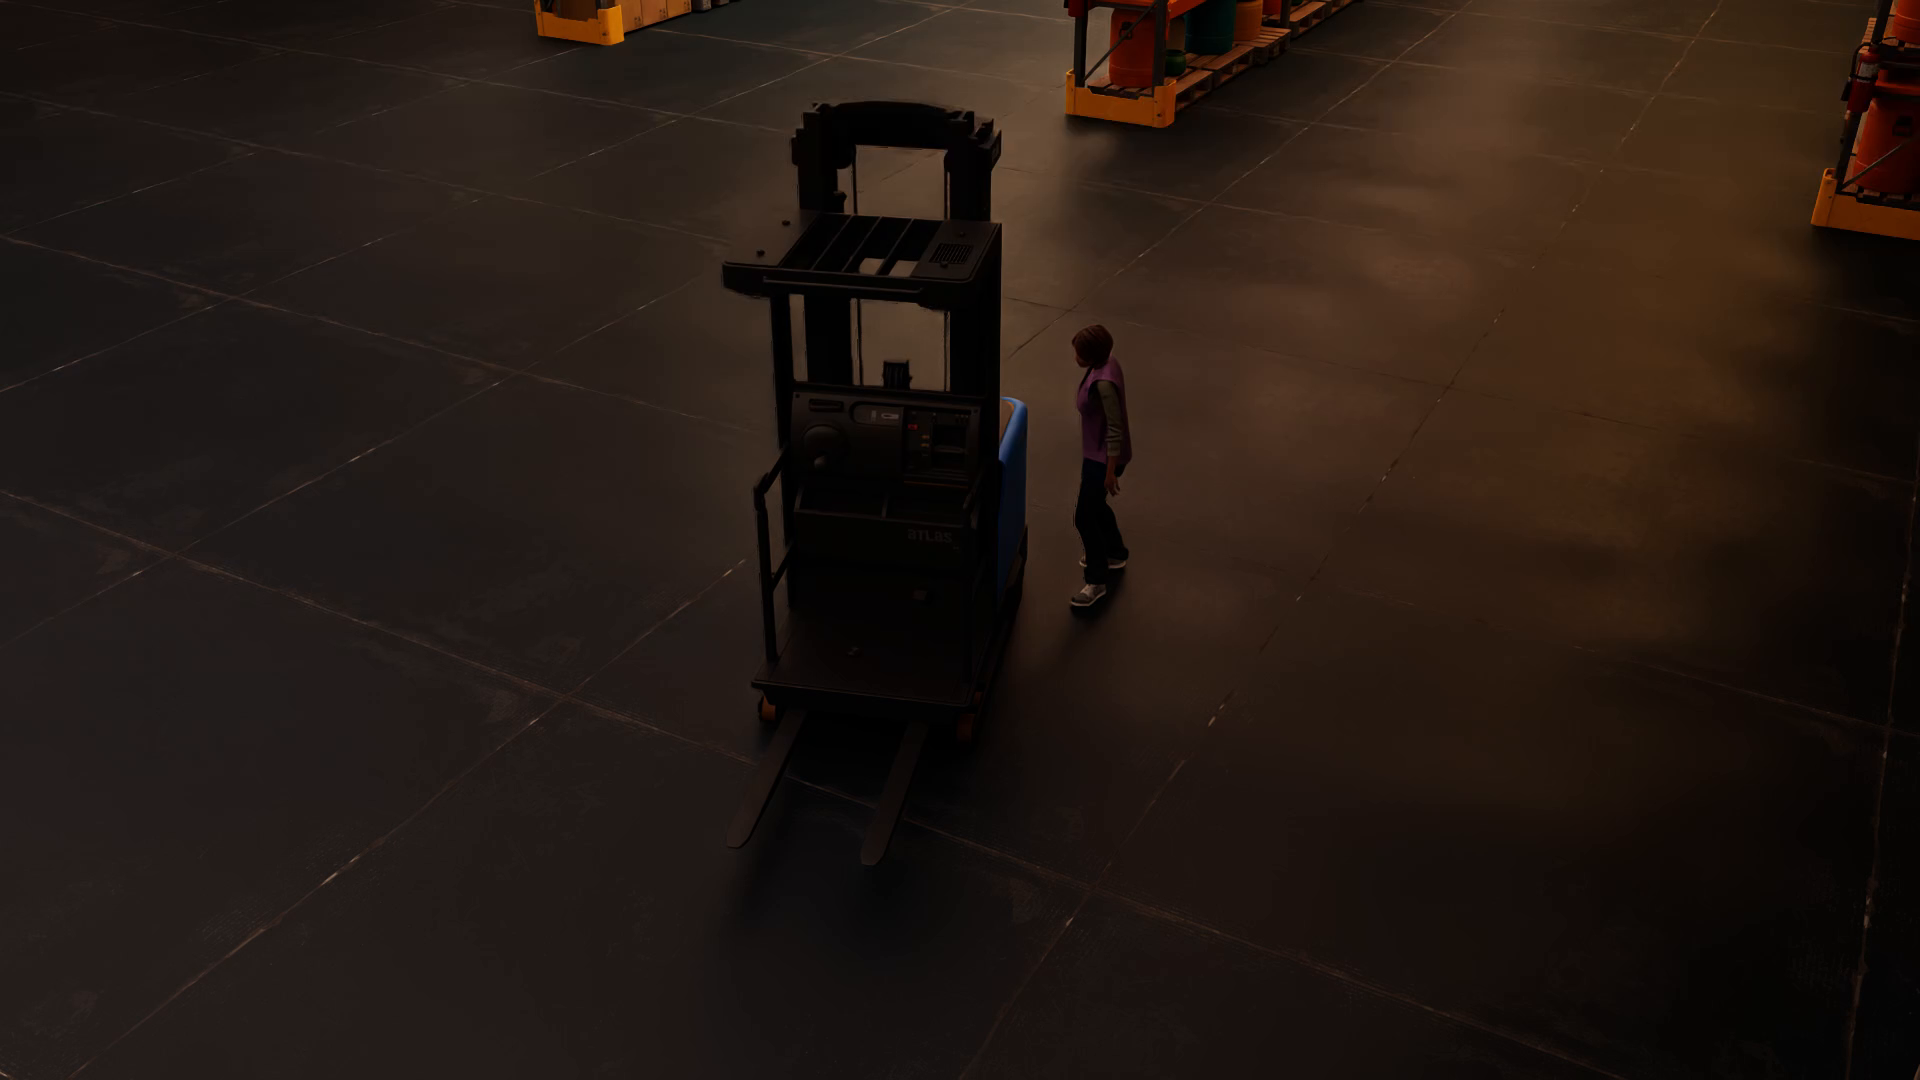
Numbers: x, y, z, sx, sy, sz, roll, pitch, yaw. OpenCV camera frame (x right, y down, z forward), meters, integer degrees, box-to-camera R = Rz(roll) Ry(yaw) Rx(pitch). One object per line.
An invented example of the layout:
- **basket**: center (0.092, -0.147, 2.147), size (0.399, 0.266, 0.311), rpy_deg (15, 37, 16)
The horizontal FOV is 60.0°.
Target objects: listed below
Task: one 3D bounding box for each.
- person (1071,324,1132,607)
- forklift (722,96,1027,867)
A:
- **person**: center (0.789, -0.458, 9.247), size (0.381, 1.566, 0.728), rpy_deg (1, 30, 1)
- **forklift**: center (-0.400, -0.451, 7.853), size (1.130, 2.935, 3.031), rpy_deg (6, 30, 10)
